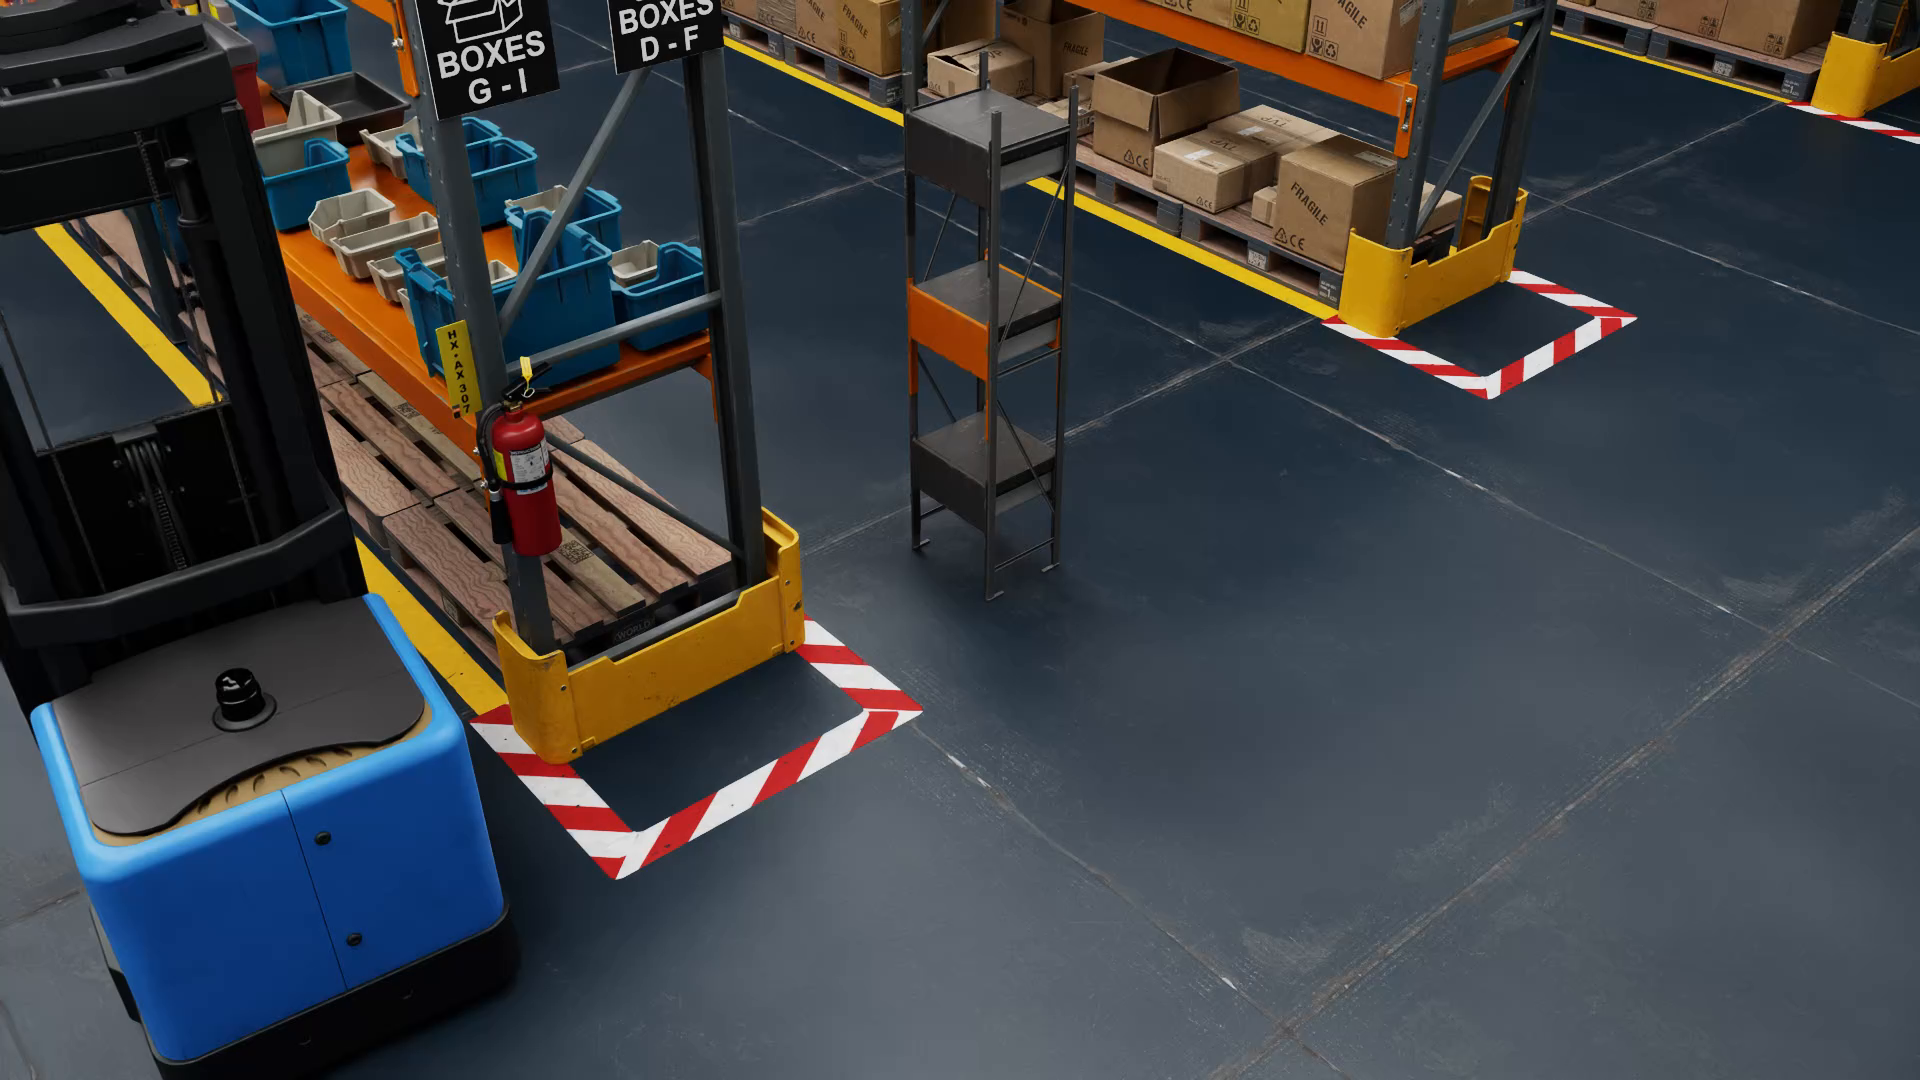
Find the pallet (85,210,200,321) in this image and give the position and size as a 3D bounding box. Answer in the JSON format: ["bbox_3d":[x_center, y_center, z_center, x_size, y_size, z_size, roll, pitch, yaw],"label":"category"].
[{"bbox_3d":[-4.224,-1.668,9.423,1.003,0.211,1.213,-26,43,-32],"label":"pallet"}]

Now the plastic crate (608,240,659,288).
[{"bbox_3d":[-1.229,-1.005,6.250,0.250,0.136,0.298,-26,43,-32],"label":"plastic crate"}]

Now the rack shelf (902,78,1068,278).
[{"bbox_3d":[0.107,-1.344,6.143,0.431,0.518,0.480,-26,43,-32],"label":"rack shelf"}]

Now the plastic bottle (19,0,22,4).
[{"bbox_3d":[-5.003,-2.907,8.931,0.097,0.201,0.097,0,35,0],"label":"plastic bottle"}]

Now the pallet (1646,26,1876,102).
[{"bbox_3d":[5.815,-3.565,12.101,1.003,0.211,1.213,-26,43,-32],"label":"pallet"}]

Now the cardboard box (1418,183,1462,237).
[{"bbox_3d":[2.602,-1.859,9.365,0.380,0.149,0.250,-26,43,-32],"label":"cardboard box"}]

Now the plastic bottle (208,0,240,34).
[{"bbox_3d":[-3.764,-2.724,8.543,0.144,0.351,0.185,-26,43,-32],"label":"plastic bottle"}]

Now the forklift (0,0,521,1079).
[{"bbox_3d":[-2.624,-0.348,5.206,1.130,2.935,3.031,-21,40,-27],"label":"forklift"}]

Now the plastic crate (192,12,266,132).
[{"bbox_3d":[-3.374,-2.013,7.389,0.402,0.464,0.583,-26,43,-32],"label":"plastic crate"}]

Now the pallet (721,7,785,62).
[{"bbox_3d":[-1.317,-4.042,12.774,1.003,0.211,1.213,-26,43,-32],"label":"pallet"}]

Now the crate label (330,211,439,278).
[{"bbox_3d":[-2.216,-1.140,6.441,0.396,0.136,0.243,-26,43,-32],"label":"crate label"}]

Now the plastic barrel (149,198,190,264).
[{"bbox_3d":[-4.096,-2.012,8.947,0.600,0.901,0.708,-26,43,-32],"label":"plastic barrel"}]

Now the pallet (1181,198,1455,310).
[{"bbox_3d":[2.045,-1.777,9.576,1.003,0.211,1.213,-26,43,-32],"label":"pallet"}]

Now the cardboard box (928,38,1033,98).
[{"bbox_3d":[0.134,-3.112,10.995,0.500,0.311,0.500,-26,43,-32],"label":"cardboard box"}]

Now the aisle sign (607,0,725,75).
[{"bbox_3d":[-0.904,-1.824,4.981,0.394,0.787,0.004,-26,43,-32],"label":"aisle sign"}]

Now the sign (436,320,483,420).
[{"bbox_3d":[-1.587,-0.538,5.273,0.100,0.325,0.005,-26,43,-32],"label":"sign"}]

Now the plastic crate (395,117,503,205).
[{"bbox_3d":[-2.128,-1.586,6.987,0.416,0.233,0.300,-26,43,-32],"label":"plastic crate"}]

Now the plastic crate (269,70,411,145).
[{"bbox_3d":[-2.831,-1.968,7.620,0.437,0.125,0.590,-26,43,-32],"label":"plastic crate"}]

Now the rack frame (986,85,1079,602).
[{"bbox_3d":[0.264,-0.676,6.388,0.400,2.100,0.015,-26,43,-32],"label":"rack frame"}]

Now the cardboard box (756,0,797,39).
[{"bbox_3d":[-1.145,-4.009,12.098,0.500,0.500,0.500,-25,43,-31],"label":"cardboard box"}]

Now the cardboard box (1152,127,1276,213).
[{"bbox_3d":[1.480,-2.166,9.711,0.500,0.250,0.500,-26,43,-32],"label":"cardboard box"}]

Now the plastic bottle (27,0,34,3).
[{"bbox_3d":[-4.821,-2.837,8.767,0.152,0.276,0.135,-26,43,-32],"label":"plastic bottle"}]

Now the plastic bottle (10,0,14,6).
[{"bbox_3d":[-5.153,-3.009,9.075,0.097,0.201,0.097,0,35,0],"label":"plastic bottle"}]

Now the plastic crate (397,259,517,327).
[{"bbox_3d":[-1.842,-0.893,6.092,0.396,0.136,0.243,-26,43,-32],"label":"plastic crate"}]

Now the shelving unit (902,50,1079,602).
[{"bbox_3d":[0.107,-0.784,6.540,0.431,2.100,0.503,-26,43,-32],"label":"shelving unit"}]

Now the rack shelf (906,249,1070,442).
[{"bbox_3d":[0.107,-0.773,6.548,0.431,0.518,0.480,-26,43,-32],"label":"rack shelf"}]

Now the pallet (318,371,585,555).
[{"bbox_3d":[-2.463,-0.463,7.721,1.003,0.211,1.213,-26,43,-32],"label":"pallet"}]

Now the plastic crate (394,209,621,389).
[{"bbox_3d":[-1.536,-0.801,5.703,0.616,0.435,0.499,-26,43,-32],"label":"plastic crate"}]

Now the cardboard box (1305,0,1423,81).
[{"bbox_3d":[2.112,-2.667,8.334,0.500,0.500,0.500,-25,42,-30],"label":"cardboard box"}]

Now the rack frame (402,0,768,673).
[{"bbox_3d":[-1.177,-0.684,5.620,1.000,3.000,0.127,-26,43,-32],"label":"rack frame"}]

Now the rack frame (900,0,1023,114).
[{"bbox_3d":[0.028,-4.296,10.720,1.000,3.000,0.127,-26,43,-32],"label":"rack frame"}]

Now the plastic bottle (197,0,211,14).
[{"bbox_3d":[-4.002,-2.907,8.867,0.152,0.276,0.135,-26,43,-32],"label":"plastic bottle"}]

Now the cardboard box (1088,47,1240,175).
[{"bbox_3d":[1.244,-2.629,10.146,0.797,0.503,0.637,-26,43,-32],"label":"cardboard box"}]

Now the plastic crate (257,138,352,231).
[{"bbox_3d":[-2.698,-1.451,6.797,0.416,0.233,0.300,-26,43,-32],"label":"plastic crate"}]

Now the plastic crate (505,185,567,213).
[{"bbox_3d":[-1.666,-1.305,6.673,0.250,0.136,0.298,-26,43,-32],"label":"plastic crate"}]

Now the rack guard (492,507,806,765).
[{"bbox_3d":[-1.152,0.342,6.335,1.175,0.500,0.348,-26,43,-32],"label":"rack guard"}]

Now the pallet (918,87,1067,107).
[{"bbox_3d":[0.470,-2.854,11.098,1.003,0.211,1.213,-26,43,-32],"label":"pallet"}]

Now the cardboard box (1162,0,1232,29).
[{"bbox_3d":[1.457,-3.117,8.969,0.500,0.500,0.500,-26,43,-31],"label":"cardboard box"}]

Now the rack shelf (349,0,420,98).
[{"bbox_3d":[-2.468,-2.497,6.208,1.077,0.370,4.000,-26,43,-32],"label":"rack shelf"}]

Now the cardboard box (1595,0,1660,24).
[{"bbox_3d":[5.215,-4.245,12.448,0.700,0.500,0.500,-28,44,-33],"label":"cardboard box"}]

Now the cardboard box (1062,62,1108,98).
[{"bbox_3d":[0.900,-3.023,11.009,0.380,0.149,0.250,-26,43,-32],"label":"cardboard box"}]

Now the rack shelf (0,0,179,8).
[{"bbox_3d":[-5.049,-3.039,9.569,1.077,0.370,4.000,-26,43,-32],"label":"rack shelf"}]

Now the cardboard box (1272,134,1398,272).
[{"bbox_3d":[2.070,-1.837,9.031,0.500,0.500,0.500,-26,43,-32],"label":"cardboard box"}]

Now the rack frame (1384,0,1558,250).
[{"bbox_3d":[2.609,-2.530,8.227,1.000,3.000,0.127,-26,43,-32],"label":"rack frame"}]

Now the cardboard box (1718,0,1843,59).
[{"bbox_3d":[5.863,-3.802,11.822,0.700,0.500,0.500,-26,43,-32],"label":"cardboard box"}]

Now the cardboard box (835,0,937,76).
[{"bbox_3d":[-0.509,-3.566,11.472,0.500,0.500,0.500,-26,43,-32],"label":"cardboard box"}]

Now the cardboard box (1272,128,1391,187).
[{"bbox_3d":[2.152,-2.154,9.694,0.500,0.250,0.500,-26,43,-32],"label":"cardboard box"}]
